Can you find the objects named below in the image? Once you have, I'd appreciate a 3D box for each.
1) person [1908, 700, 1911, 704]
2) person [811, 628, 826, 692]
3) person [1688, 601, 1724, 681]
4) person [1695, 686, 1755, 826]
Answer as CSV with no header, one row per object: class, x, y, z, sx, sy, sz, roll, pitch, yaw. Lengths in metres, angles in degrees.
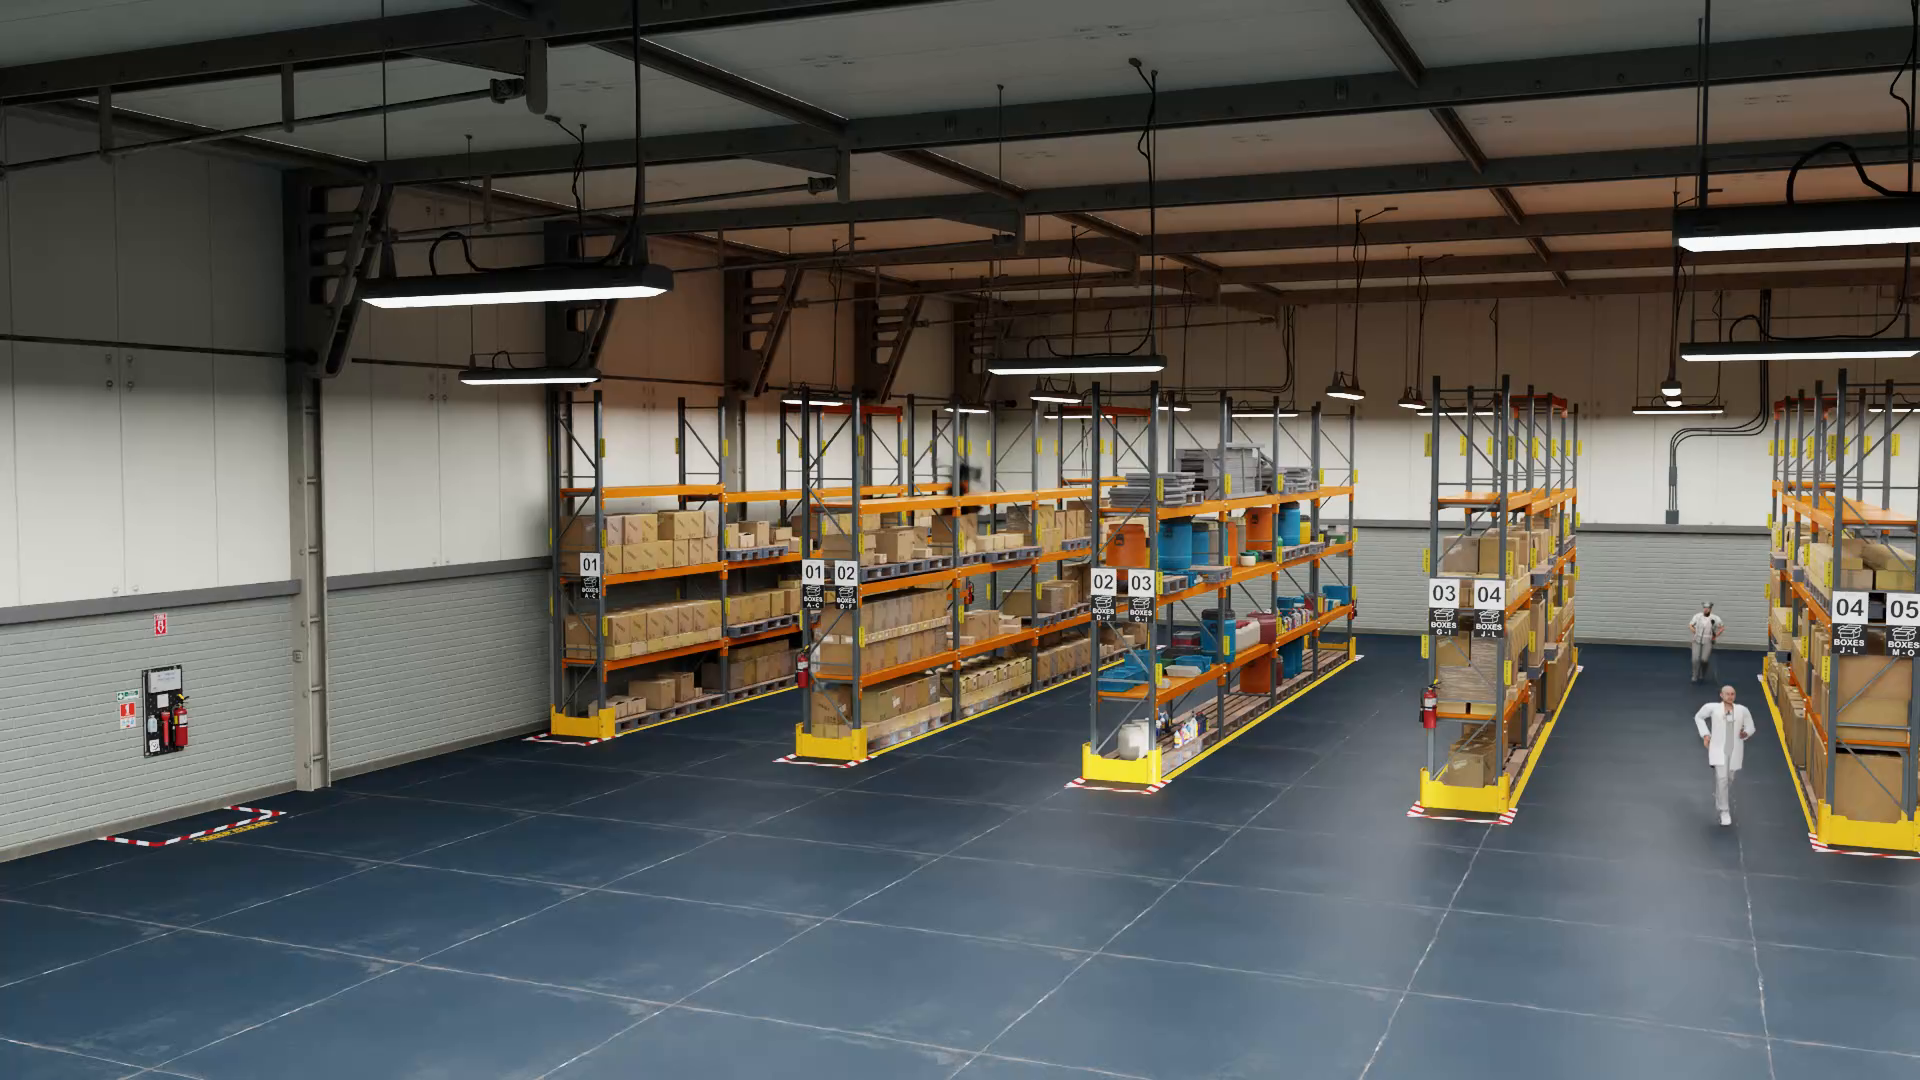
person,18.574,2.441,32.172,0.512,1.638,0.807,1,3,22
person,-2.563,2.457,30.359,0.616,1.716,0.683,1,3,19
person,15.914,2.172,35.557,0.673,1.741,0.608,2,4,34
person,10.333,2.860,22.435,0.707,1.808,1.001,1,3,9
